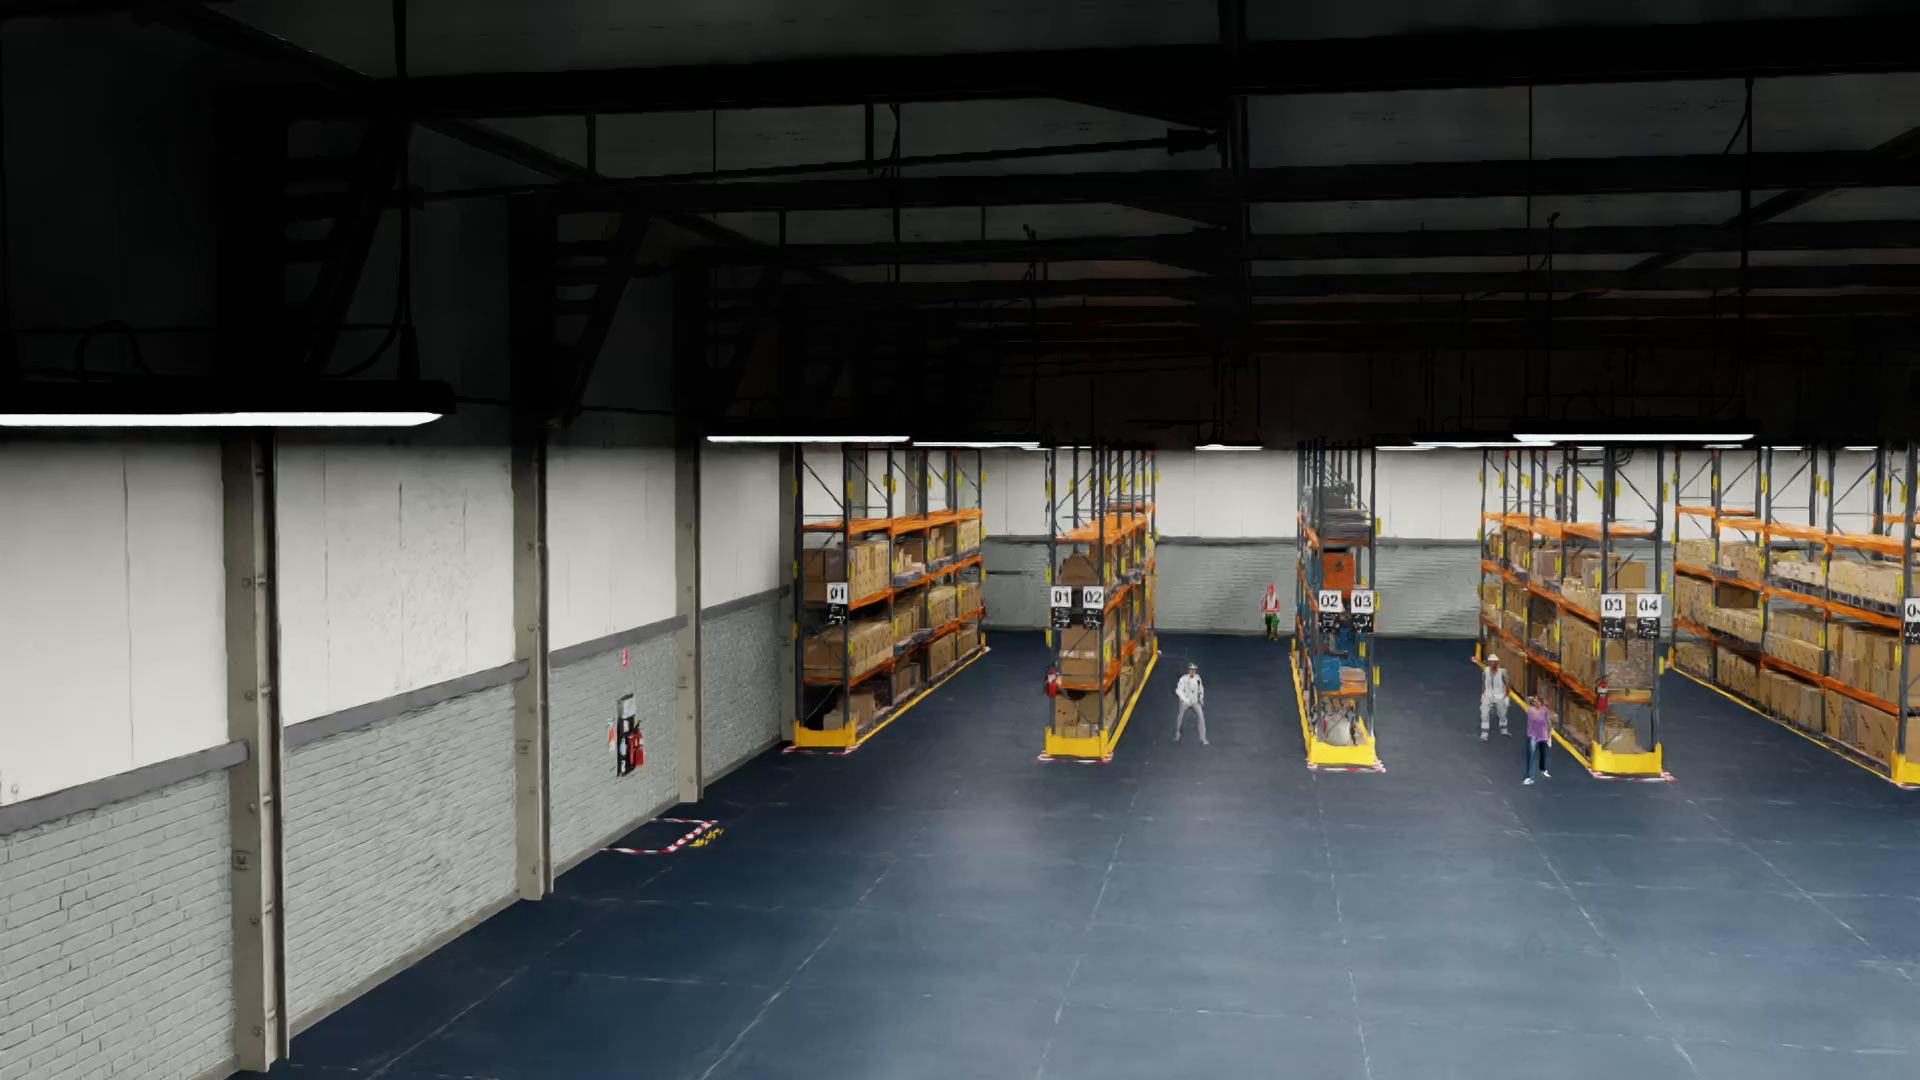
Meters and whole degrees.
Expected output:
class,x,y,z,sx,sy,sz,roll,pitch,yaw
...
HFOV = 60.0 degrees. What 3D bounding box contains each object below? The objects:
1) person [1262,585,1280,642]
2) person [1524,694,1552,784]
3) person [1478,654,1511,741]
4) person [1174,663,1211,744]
class,x,y,z,sx,sy,sz,roll,pitch,yaw
person,9.398,2.196,50.270,0.553,1.709,1.123,1,3,13
person,10.024,3.413,28.775,0.440,1.542,0.848,2,3,27
person,10.637,3.114,33.057,0.596,1.734,0.987,2,3,30
person,4.507,3.184,32.614,0.611,1.612,0.778,0,3,-7
